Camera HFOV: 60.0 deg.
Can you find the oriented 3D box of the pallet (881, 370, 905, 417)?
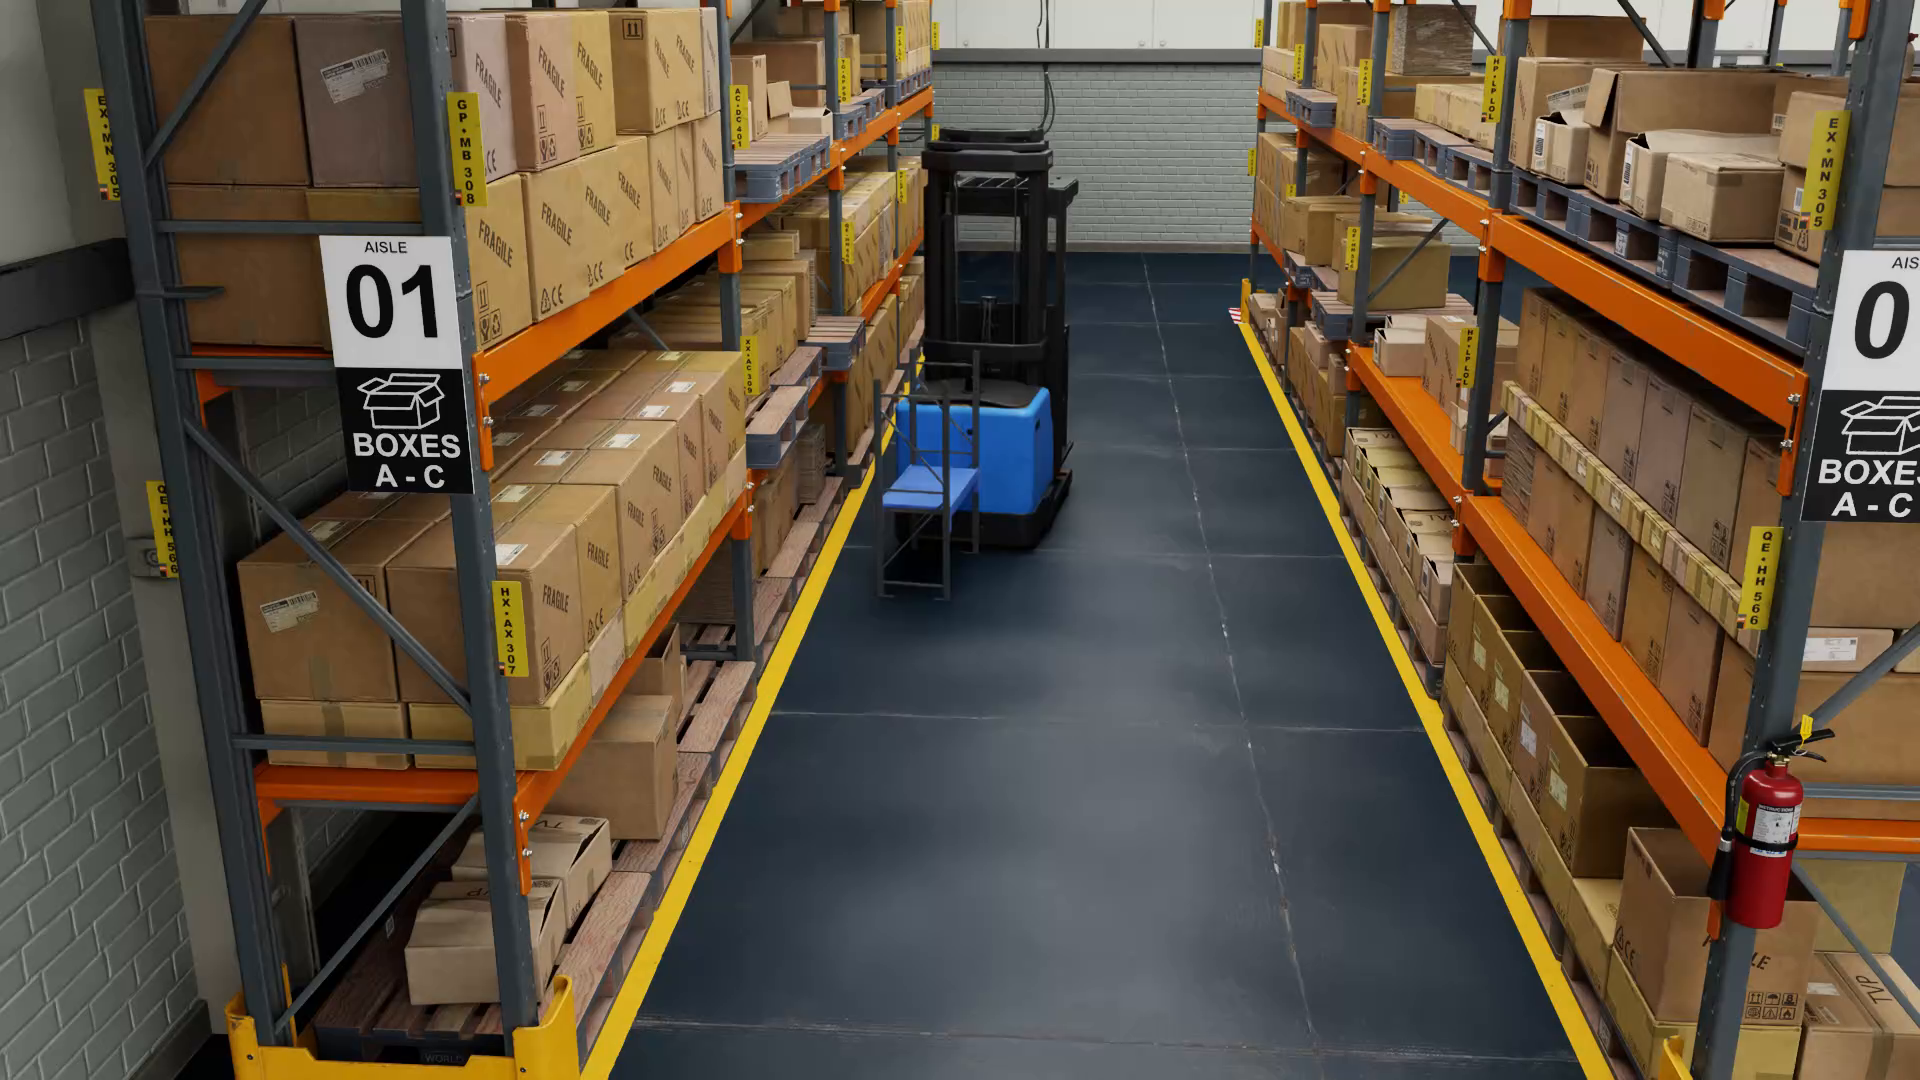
[{"bbox_3d":[-1.108,-1.474,16.583,1.003,0.211,1.213,1,18,4],"label":"pallet"}]

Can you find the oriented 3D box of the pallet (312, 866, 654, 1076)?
[{"bbox_3d":[-1.889,1.736,6.785,1.003,0.211,1.213,1,18,4],"label":"pallet"}]

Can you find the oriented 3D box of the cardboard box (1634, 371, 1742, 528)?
[{"bbox_3d":[3.070,-0.350,6.429,0.700,0.500,0.500,1,18,4],"label":"cardboard box"}]

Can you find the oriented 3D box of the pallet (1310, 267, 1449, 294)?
[{"bbox_3d":[3.661,-2.202,14.634,1.003,0.211,1.213,1,18,4],"label":"pallet"}]

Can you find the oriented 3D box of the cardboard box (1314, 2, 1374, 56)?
[{"bbox_3d":[3.810,-5.031,16.377,0.700,0.500,0.500,1,18,4],"label":"cardboard box"}]

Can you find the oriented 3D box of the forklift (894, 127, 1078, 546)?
[{"bbox_3d":[0.315,-1.767,13.108,1.130,2.935,3.031,4,18,11],"label":"forklift"}]

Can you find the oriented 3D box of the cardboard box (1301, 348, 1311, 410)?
[{"bbox_3d":[3.465,-1.487,15.451,0.500,0.500,0.500,2,18,5],"label":"cardboard box"}]

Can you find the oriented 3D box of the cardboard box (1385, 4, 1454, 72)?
[{"bbox_3d":[3.600,-3.931,13.018,0.500,0.500,0.500,1,18,4],"label":"cardboard box"}]

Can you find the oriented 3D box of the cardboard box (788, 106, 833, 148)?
[{"bbox_3d":[-1.197,-2.961,11.937,0.500,0.311,0.500,1,18,4],"label":"cardboard box"}]

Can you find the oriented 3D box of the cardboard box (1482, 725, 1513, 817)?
[{"bbox_3d":[2.822,1.108,7.966,0.500,0.250,0.500,1,18,4],"label":"cardboard box"}]

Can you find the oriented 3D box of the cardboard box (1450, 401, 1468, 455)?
[{"bbox_3d":[3.119,-0.660,9.836,0.396,0.266,0.258,1,18,3],"label":"cardboard box"}]

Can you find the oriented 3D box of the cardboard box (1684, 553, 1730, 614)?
[{"bbox_3d":[2.826,0.156,5.927,0.380,0.149,0.250,1,18,3],"label":"cardboard box"}]

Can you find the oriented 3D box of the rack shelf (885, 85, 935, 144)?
[{"bbox_3d":[-0.985,-4.745,18.426,1.077,0.370,4.000,1,18,4],"label":"rack shelf"}]

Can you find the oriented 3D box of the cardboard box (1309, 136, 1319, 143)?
[{"bbox_3d":[4.307,-4.395,19.252,0.500,0.500,0.500,2,18,5],"label":"cardboard box"}]

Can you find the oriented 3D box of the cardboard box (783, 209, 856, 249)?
[{"bbox_3d":[-1.123,-2.497,13.353,0.500,0.250,0.500,2,18,5],"label":"cardboard box"}]

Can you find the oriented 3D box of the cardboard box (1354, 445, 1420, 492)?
[{"bbox_3d":[3.167,-0.529,12.061,0.500,0.311,0.500,1,18,3],"label":"cardboard box"}]

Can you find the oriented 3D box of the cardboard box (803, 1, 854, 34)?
[{"bbox_3d":[-1.311,-5.220,16.922,0.500,0.500,0.500,1,18,3],"label":"cardboard box"}]

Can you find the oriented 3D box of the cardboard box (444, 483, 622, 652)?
[{"bbox_3d":[-1.609,0.097,6.315,0.500,0.500,0.500,1,18,4],"label":"cardboard box"}]

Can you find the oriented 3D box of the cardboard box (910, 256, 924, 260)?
[{"bbox_3d":[-0.619,-3.339,20.095,0.380,0.149,0.250,1,18,3],"label":"cardboard box"}]

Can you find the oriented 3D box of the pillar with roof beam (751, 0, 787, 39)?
[{"bbox_3d":[2.353,-6.032,16.381,9.100,9.000,0.400,1,18,4],"label":"pillar with roof beam"}]

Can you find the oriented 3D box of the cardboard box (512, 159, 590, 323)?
[{"bbox_3d":[-1.641,-1.061,5.832,0.500,0.500,0.500,2,18,8],"label":"cardboard box"}]

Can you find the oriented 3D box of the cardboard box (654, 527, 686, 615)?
[{"bbox_3d":[-1.533,0.127,7.427,0.500,0.250,0.500,1,18,4],"label":"cardboard box"}]

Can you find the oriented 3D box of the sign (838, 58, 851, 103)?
[{"bbox_3d":[-0.874,-3.457,12.508,0.100,0.325,0.005,1,18,4],"label":"sign"}]

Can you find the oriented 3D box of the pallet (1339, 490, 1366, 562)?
[{"bbox_3d":[3.428,-0.109,12.417,1.003,0.211,1.213,1,18,4],"label":"pallet"}]

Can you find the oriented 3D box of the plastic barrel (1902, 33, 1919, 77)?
[{"bbox_3d":[8.466,-4.351,15.175,0.433,0.535,0.433,0,18,0],"label":"plastic barrel"}]

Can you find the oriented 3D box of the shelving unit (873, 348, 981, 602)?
[{"bbox_3d":[-0.213,-0.472,11.454,0.538,1.500,1.048,4,18,11],"label":"shelving unit"}]

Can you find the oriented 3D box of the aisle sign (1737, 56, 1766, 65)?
[{"bbox_3d":[9.338,-5.313,19.646,0.394,0.787,0.004,1,18,4],"label":"aisle sign"}]

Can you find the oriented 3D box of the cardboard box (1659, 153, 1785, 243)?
[{"bbox_3d":[2.772,-1.188,5.756,0.500,0.250,0.500,1,18,4],"label":"cardboard box"}]

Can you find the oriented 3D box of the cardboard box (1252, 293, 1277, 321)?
[{"bbox_3d":[3.742,-2.758,19.733,0.500,0.250,0.500,1,18,4],"label":"cardboard box"}]

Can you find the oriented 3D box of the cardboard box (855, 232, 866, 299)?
[{"bbox_3d":[-1.078,-2.304,13.968,0.500,0.500,0.500,2,18,6],"label":"cardboard box"}]

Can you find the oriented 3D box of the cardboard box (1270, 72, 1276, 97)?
[{"bbox_3d":[3.726,-5.064,18.483,0.500,0.250,0.500,1,18,4],"label":"cardboard box"}]

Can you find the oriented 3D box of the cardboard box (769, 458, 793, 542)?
[{"bbox_3d":[-1.575,-0.283,11.776,0.700,0.500,0.500,1,18,4],"label":"cardboard box"}]

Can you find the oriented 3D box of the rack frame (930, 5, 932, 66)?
[{"bbox_3d":[-0.841,-7.134,19.743,1.000,3.000,0.127,1,18,4],"label":"rack frame"}]

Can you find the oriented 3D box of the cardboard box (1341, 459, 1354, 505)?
[{"bbox_3d":[3.196,-0.426,12.647,0.500,0.250,0.500,1,18,4],"label":"cardboard box"}]

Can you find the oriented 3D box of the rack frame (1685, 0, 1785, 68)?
[{"bbox_3d":[9.040,-6.913,19.068,1.000,3.000,0.127,1,18,4],"label":"rack frame"}]

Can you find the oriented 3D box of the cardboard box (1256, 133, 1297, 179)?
[{"bbox_3d":[3.805,-4.564,19.769,0.500,0.500,0.500,2,18,6],"label":"cardboard box"}]

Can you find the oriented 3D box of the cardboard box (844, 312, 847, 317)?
[{"bbox_3d":[-1.133,-1.864,13.665,0.380,0.149,0.250,2,18,5],"label":"cardboard box"}]

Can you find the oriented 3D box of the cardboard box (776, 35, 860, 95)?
[{"bbox_3d":[-1.276,-4.278,14.976,0.700,0.500,0.500,1,18,3],"label":"cardboard box"}]

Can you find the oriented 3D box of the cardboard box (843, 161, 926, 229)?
[{"bbox_3d":[-0.909,-4.041,19.456,0.980,0.700,0.700,1,18,3],"label":"cardboard box"}]

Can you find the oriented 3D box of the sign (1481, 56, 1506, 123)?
[{"bbox_3d":[2.698,-2.276,8.400,0.100,0.325,0.005,1,18,4],"label":"sign"}]

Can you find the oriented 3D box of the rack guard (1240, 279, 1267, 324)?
[{"bbox_3d":[4.094,-2.962,20.660,1.175,0.500,0.348,1,18,4],"label":"rack guard"}]

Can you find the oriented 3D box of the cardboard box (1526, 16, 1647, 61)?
[{"bbox_3d":[3.323,-2.547,8.925,0.500,0.500,0.500,2,18,5],"label":"cardboard box"}]

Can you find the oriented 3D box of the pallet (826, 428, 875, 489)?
[{"bbox_3d":[-1.283,-0.716,14.271,1.003,0.211,1.213,1,18,4],"label":"pallet"}]

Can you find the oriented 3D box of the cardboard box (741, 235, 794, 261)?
[{"bbox_3d":[-1.418,-2.155,12.274,0.380,0.149,0.250,-2,18,-5],"label":"cardboard box"}]

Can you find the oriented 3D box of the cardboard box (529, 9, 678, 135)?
[{"bbox_3d":[-1.523,-2.019,7.152,0.500,0.500,0.500,1,18,2],"label":"cardboard box"}]

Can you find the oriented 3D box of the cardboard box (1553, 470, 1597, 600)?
[{"bbox_3d":[3.143,-0.037,7.557,0.700,0.500,0.500,2,18,5],"label":"cardboard box"}]

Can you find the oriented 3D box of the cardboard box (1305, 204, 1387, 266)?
[{"bbox_3d":[3.570,-2.821,15.381,0.700,0.500,0.500,4,19,13],"label":"cardboard box"}]

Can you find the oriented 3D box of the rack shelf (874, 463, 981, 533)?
[{"bbox_3d":[-0.213,-0.301,11.511,0.538,0.185,1.000,4,18,11],"label":"rack shelf"}]

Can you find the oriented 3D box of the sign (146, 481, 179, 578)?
[{"bbox_3d":[-2.541,-0.033,5.339,0.100,0.325,0.005,1,18,4],"label":"sign"}]

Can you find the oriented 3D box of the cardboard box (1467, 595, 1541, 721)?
[{"bbox_3d":[2.866,0.597,8.322,0.500,0.500,0.500,1,18,4],"label":"cardboard box"}]

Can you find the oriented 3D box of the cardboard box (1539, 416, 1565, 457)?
[{"bbox_3d":[2.975,-0.484,7.880,0.380,0.149,0.250,1,18,3],"label":"cardboard box"}]

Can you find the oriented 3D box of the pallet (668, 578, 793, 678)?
[{"bbox_3d":[-1.647,0.527,10.475,1.003,0.211,1.213,1,18,4],"label":"pallet"}]

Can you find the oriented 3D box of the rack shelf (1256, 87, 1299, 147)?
[{"bbox_3d":[3.956,-4.636,18.092,1.077,0.370,4.000,1,18,4],"label":"rack shelf"}]

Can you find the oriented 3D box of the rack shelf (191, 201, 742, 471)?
[{"bbox_3d":[-1.845,-1.019,7.052,1.077,0.370,4.000,1,18,4],"label":"rack shelf"}]

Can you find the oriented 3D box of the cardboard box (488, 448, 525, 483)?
[{"bbox_3d":[-2.088,-0.076,6.843,0.500,0.500,0.500,1,18,2],"label":"cardboard box"}]

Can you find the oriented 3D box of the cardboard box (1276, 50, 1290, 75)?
[{"bbox_3d":[3.691,-5.146,17.931,0.500,0.250,0.500,1,18,4],"label":"cardboard box"}]
